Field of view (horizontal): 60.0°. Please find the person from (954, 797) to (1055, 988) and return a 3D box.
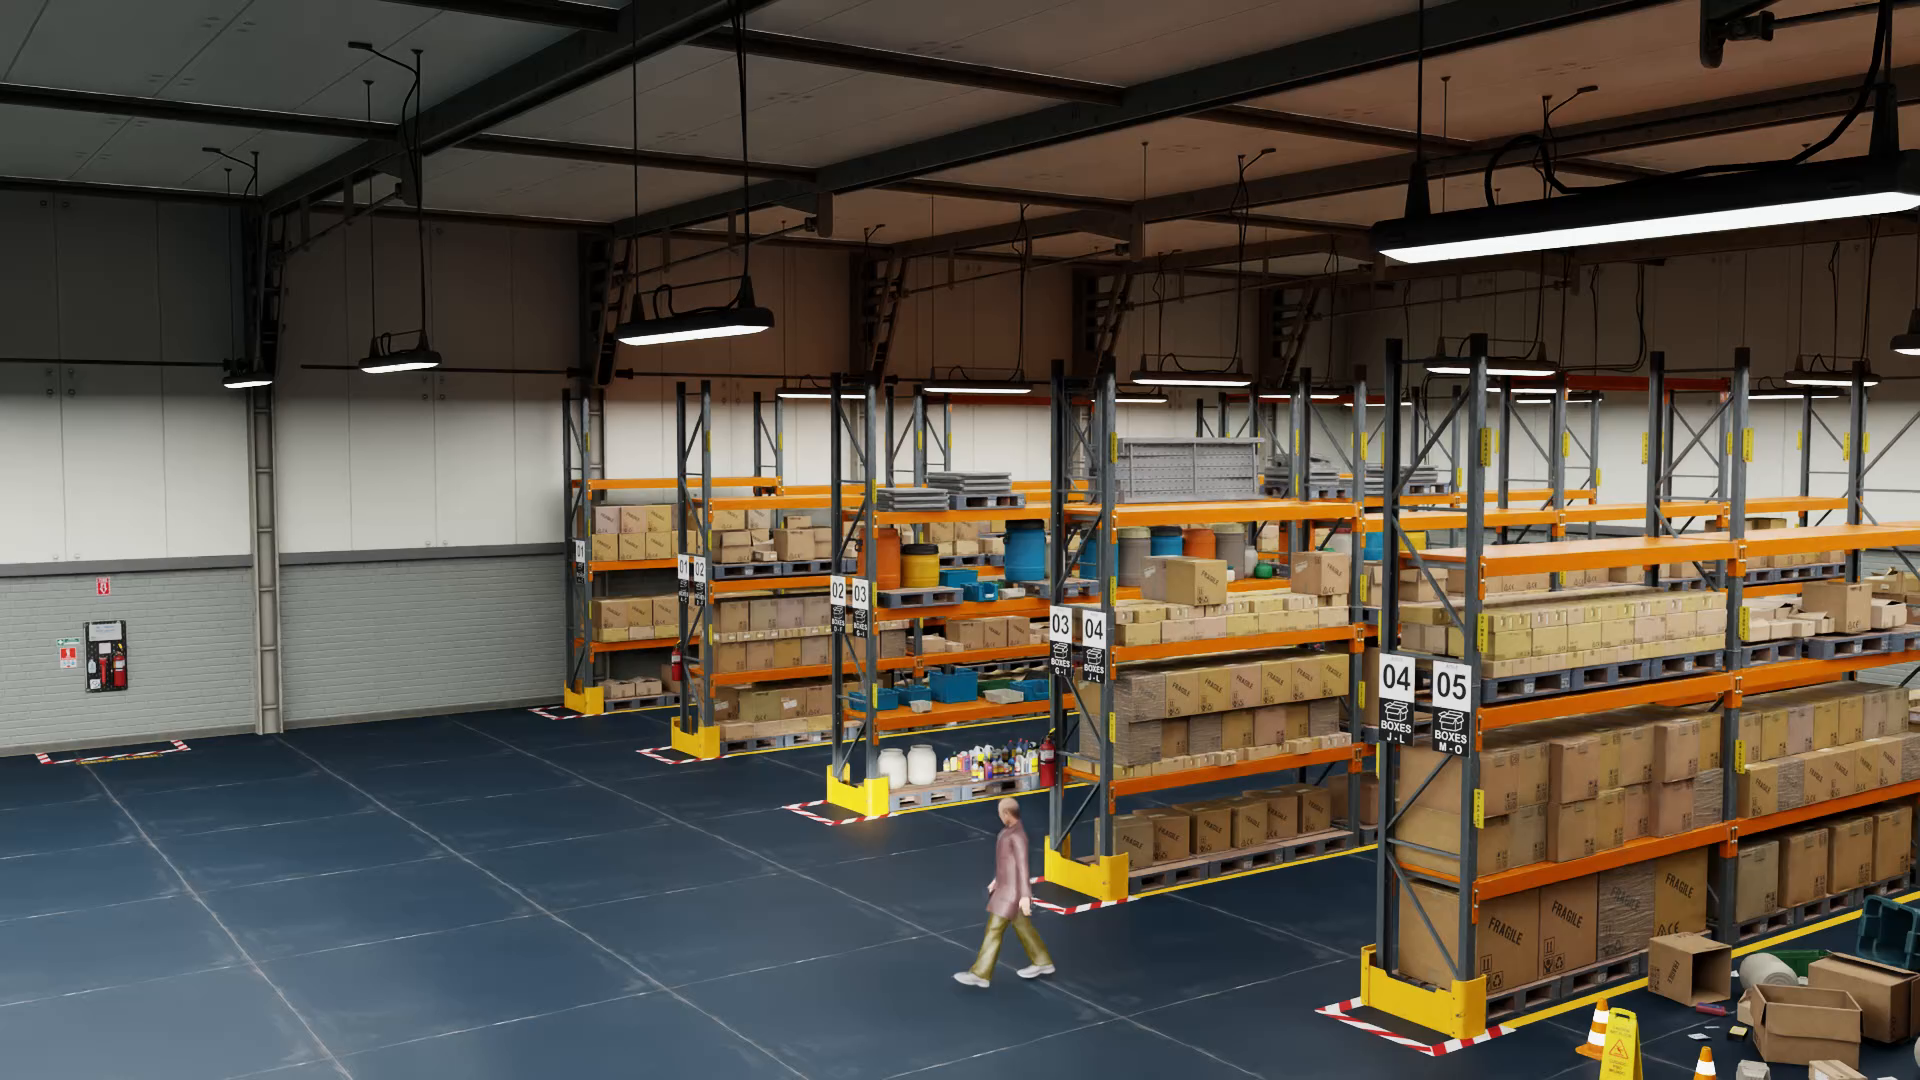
[{"bbox_3d":[0.423,3.287,15.646,0.981,1.742,0.649,0,4,-3],"label":"person"}]
